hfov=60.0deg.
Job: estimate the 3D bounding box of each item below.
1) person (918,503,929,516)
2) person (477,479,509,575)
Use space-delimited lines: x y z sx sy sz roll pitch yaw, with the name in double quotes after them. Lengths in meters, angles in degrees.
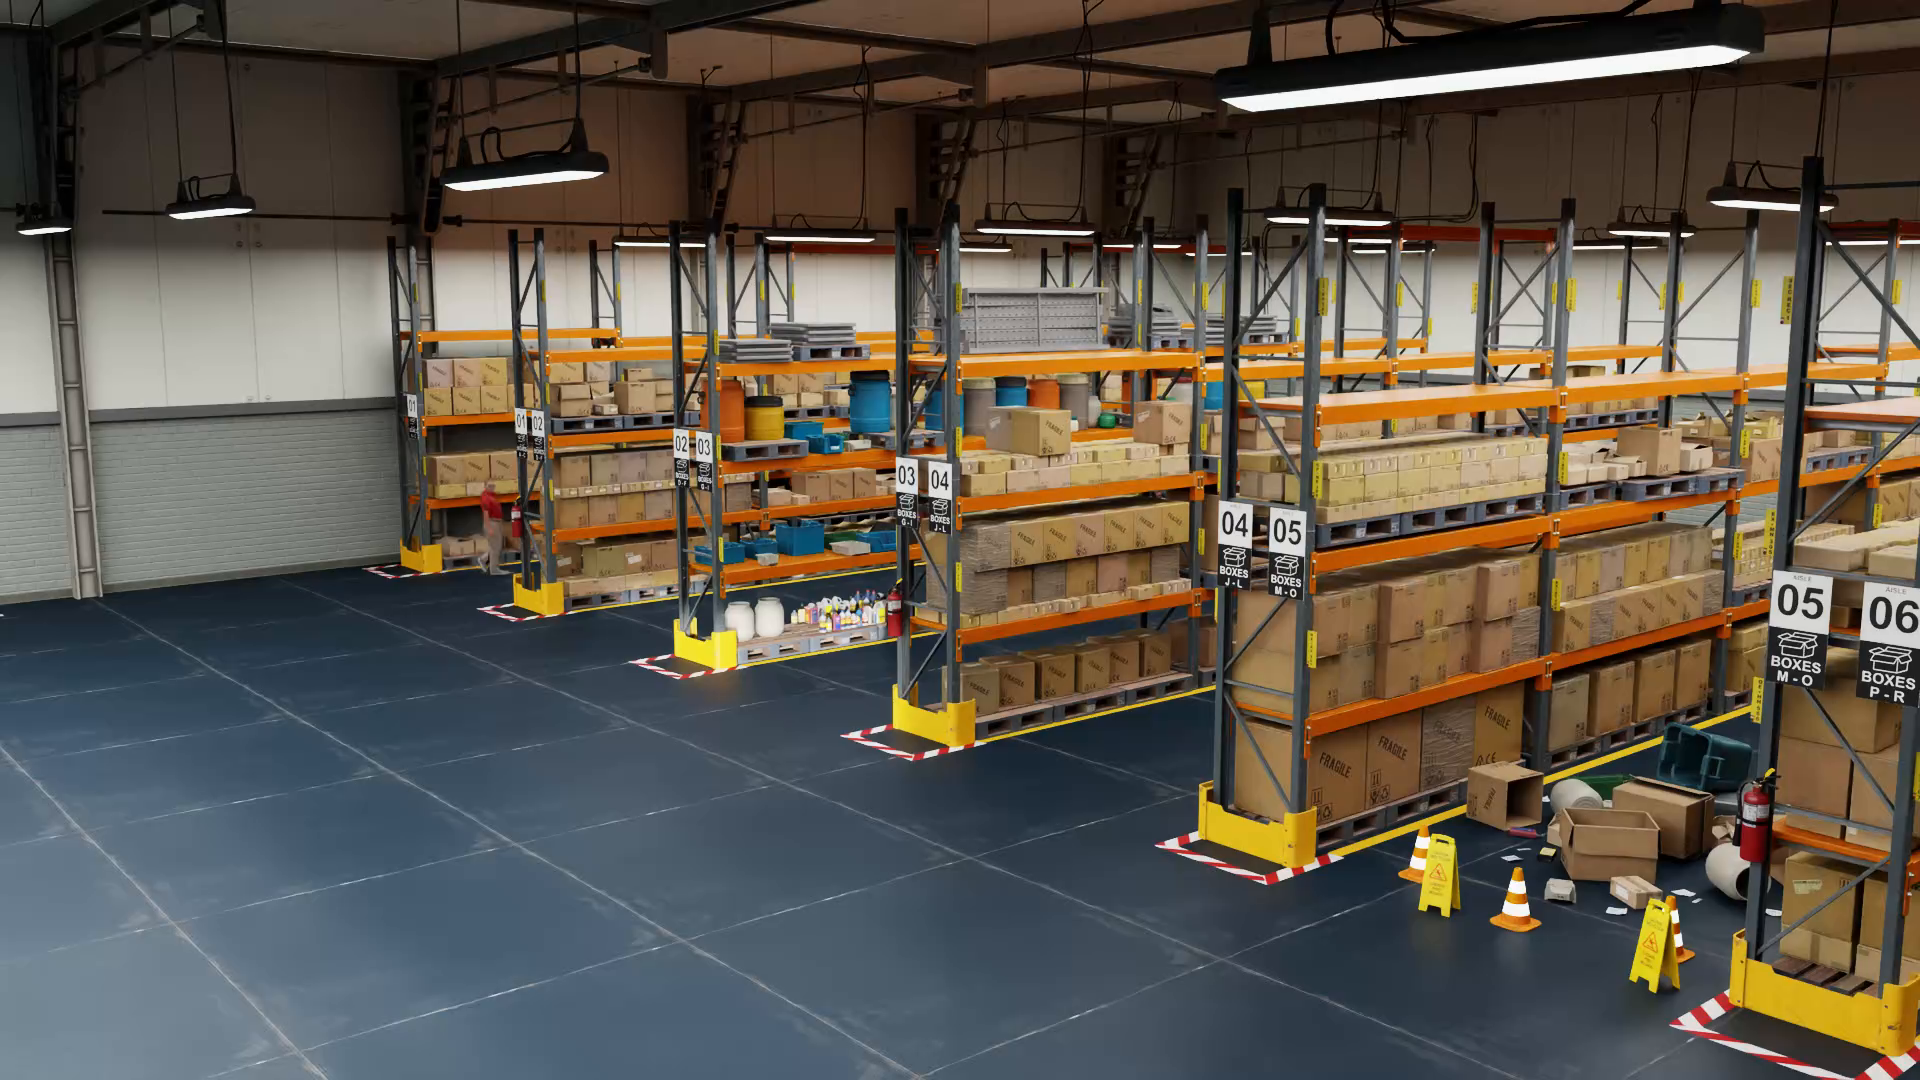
-0.729 -0.799 33.618 0.970 1.619 0.556 -7 11 -37 "person"
-8.318 -0.232 29.527 0.539 1.719 0.551 -2 9 -10 "person"
